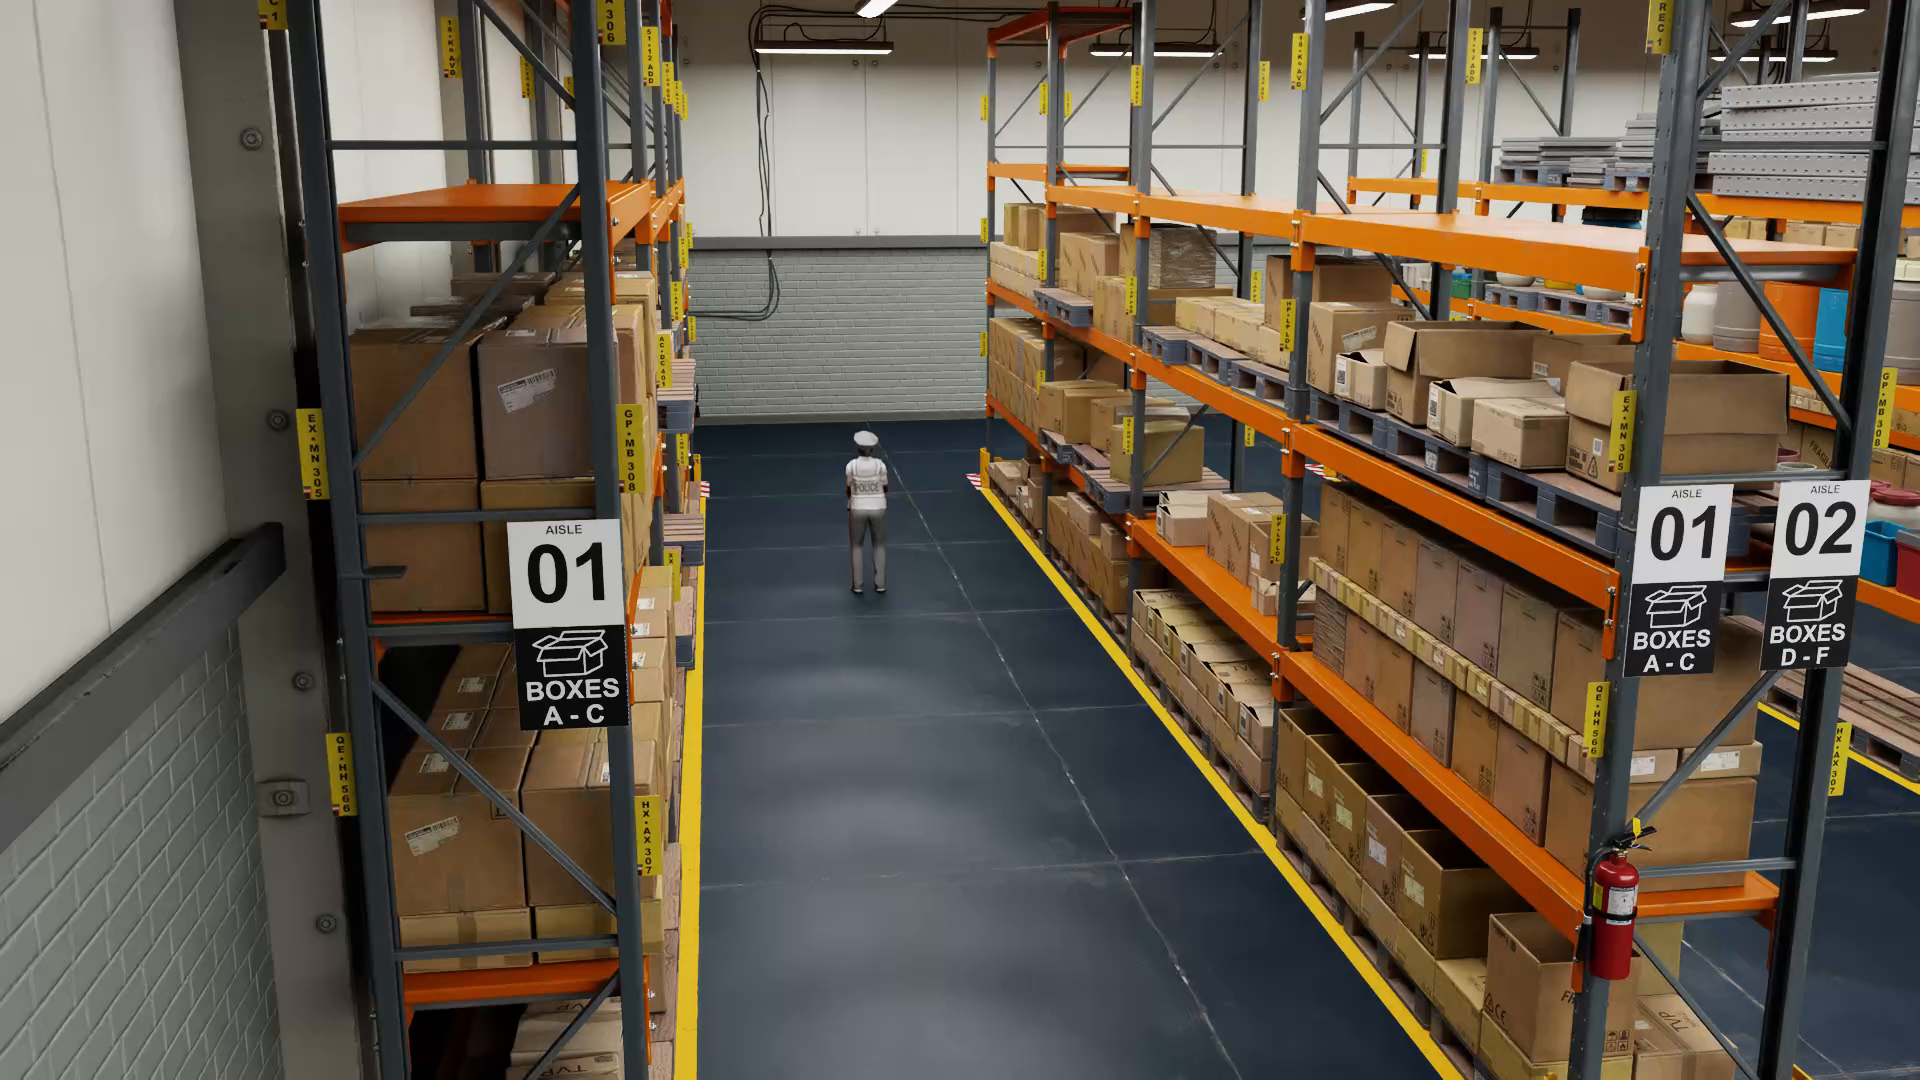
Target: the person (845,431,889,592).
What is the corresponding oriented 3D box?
[{"bbox_3d":[-0.964,-0.306,17.246,0.451,1.684,0.527,-2,13,-7],"label":"person"}]
